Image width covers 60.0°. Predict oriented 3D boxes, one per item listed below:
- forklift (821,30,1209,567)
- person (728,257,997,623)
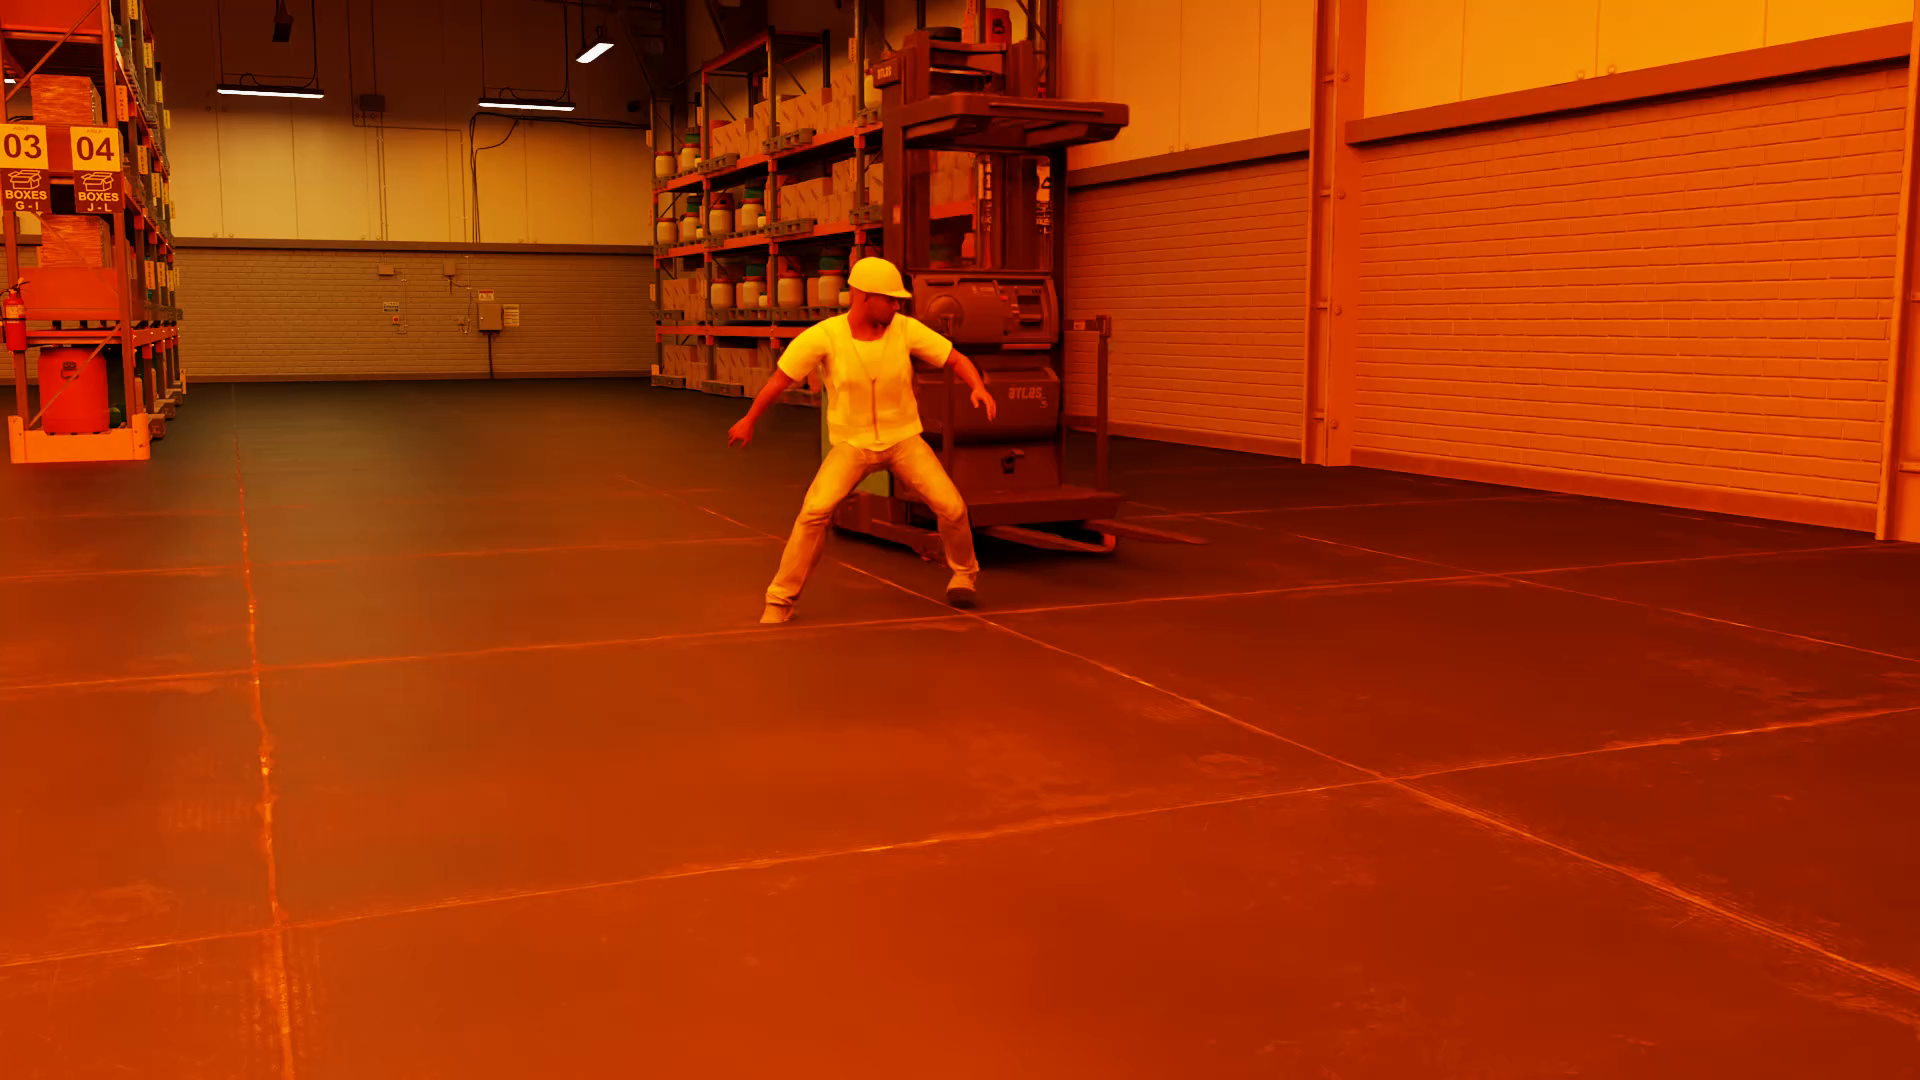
[{"bbox_3d":[0.246,-1.372,9.348,1.130,2.935,3.031,-4,8,-28],"label":"forklift"},{"bbox_3d":[-0.449,-0.413,7.522,1.194,1.707,0.556,-1,8,-7],"label":"person"}]
